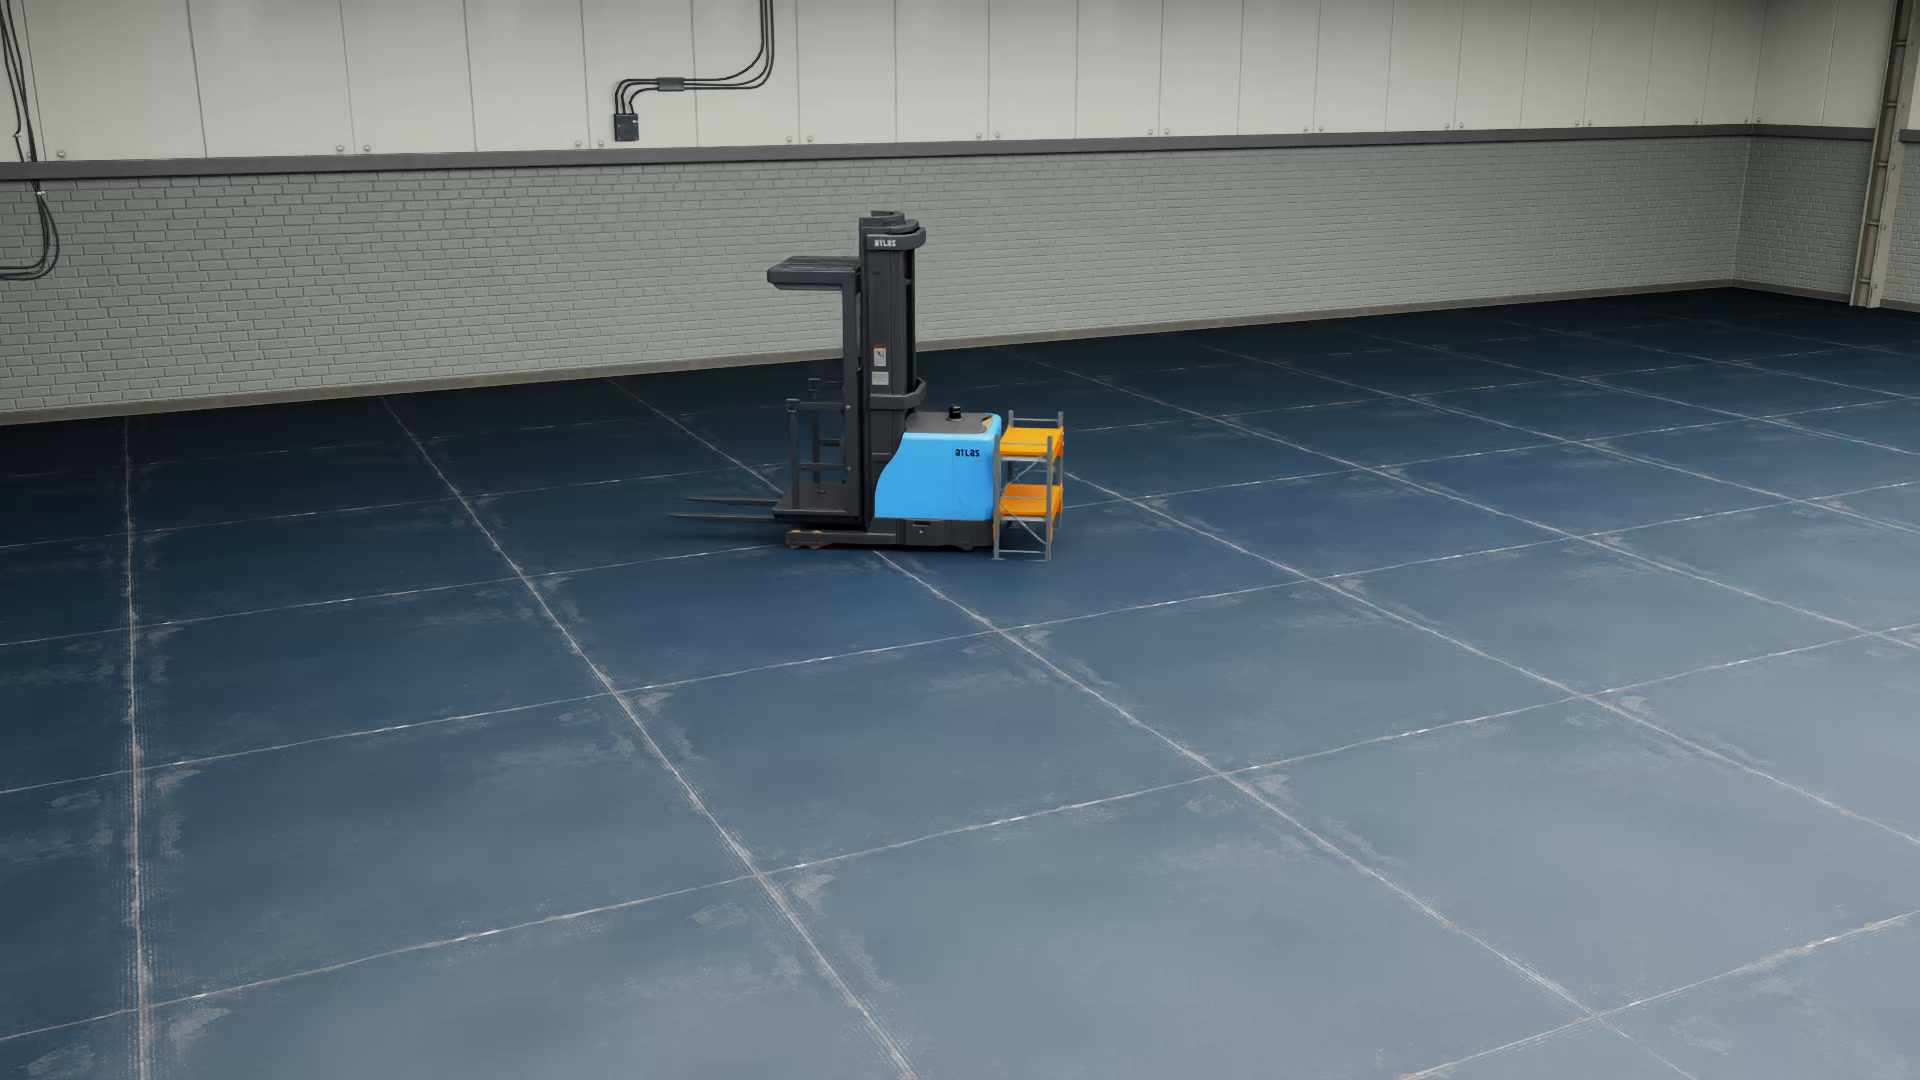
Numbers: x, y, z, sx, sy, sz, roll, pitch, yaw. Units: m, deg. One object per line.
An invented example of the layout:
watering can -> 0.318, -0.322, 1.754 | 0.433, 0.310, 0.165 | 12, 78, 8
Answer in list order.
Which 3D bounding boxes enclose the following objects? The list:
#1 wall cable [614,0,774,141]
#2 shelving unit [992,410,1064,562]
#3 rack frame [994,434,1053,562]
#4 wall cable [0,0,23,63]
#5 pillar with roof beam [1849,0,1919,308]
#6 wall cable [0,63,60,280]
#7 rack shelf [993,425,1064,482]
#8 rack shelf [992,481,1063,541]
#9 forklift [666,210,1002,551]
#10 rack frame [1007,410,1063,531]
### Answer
wall cable -> -3.590, -8.401, 22.044 | 2.305, 6.003, 0.169 | -8, 18, -25
shelving unit -> 0.621, -0.502, 14.958 | 0.538, 1.125, 1.048 | 2, 16, 8
rack frame -> 0.547, -0.363, 14.475 | 0.500, 1.125, 0.032 | 2, 16, 8
wall cable -> -9.699, -6.885, 19.400 | 3.097, 2.526, 0.112 | -8, 18, -25
pillar with roof beam -> 12.417, -8.019, 26.879 | 9.100, 9.000, 0.400 | -8, 18, -25
wall cable -> -12.131, -4.130, 18.958 | 3.097, 2.526, 0.112 | -8, 18, -25
rack shelf -> 0.621, -0.783, 14.878 | 0.538, 0.278, 1.000 | 2, 16, 8
rack shelf -> 0.621, -0.267, 15.026 | 0.538, 0.278, 1.000 | 2, 16, 8
forklift -> -1.155, -1.468, 15.051 | 3.031, 2.935, 1.130 | 2, 16, 6
rack frame -> 0.695, -0.640, 15.442 | 0.500, 1.125, 0.032 | 2, 16, 8
